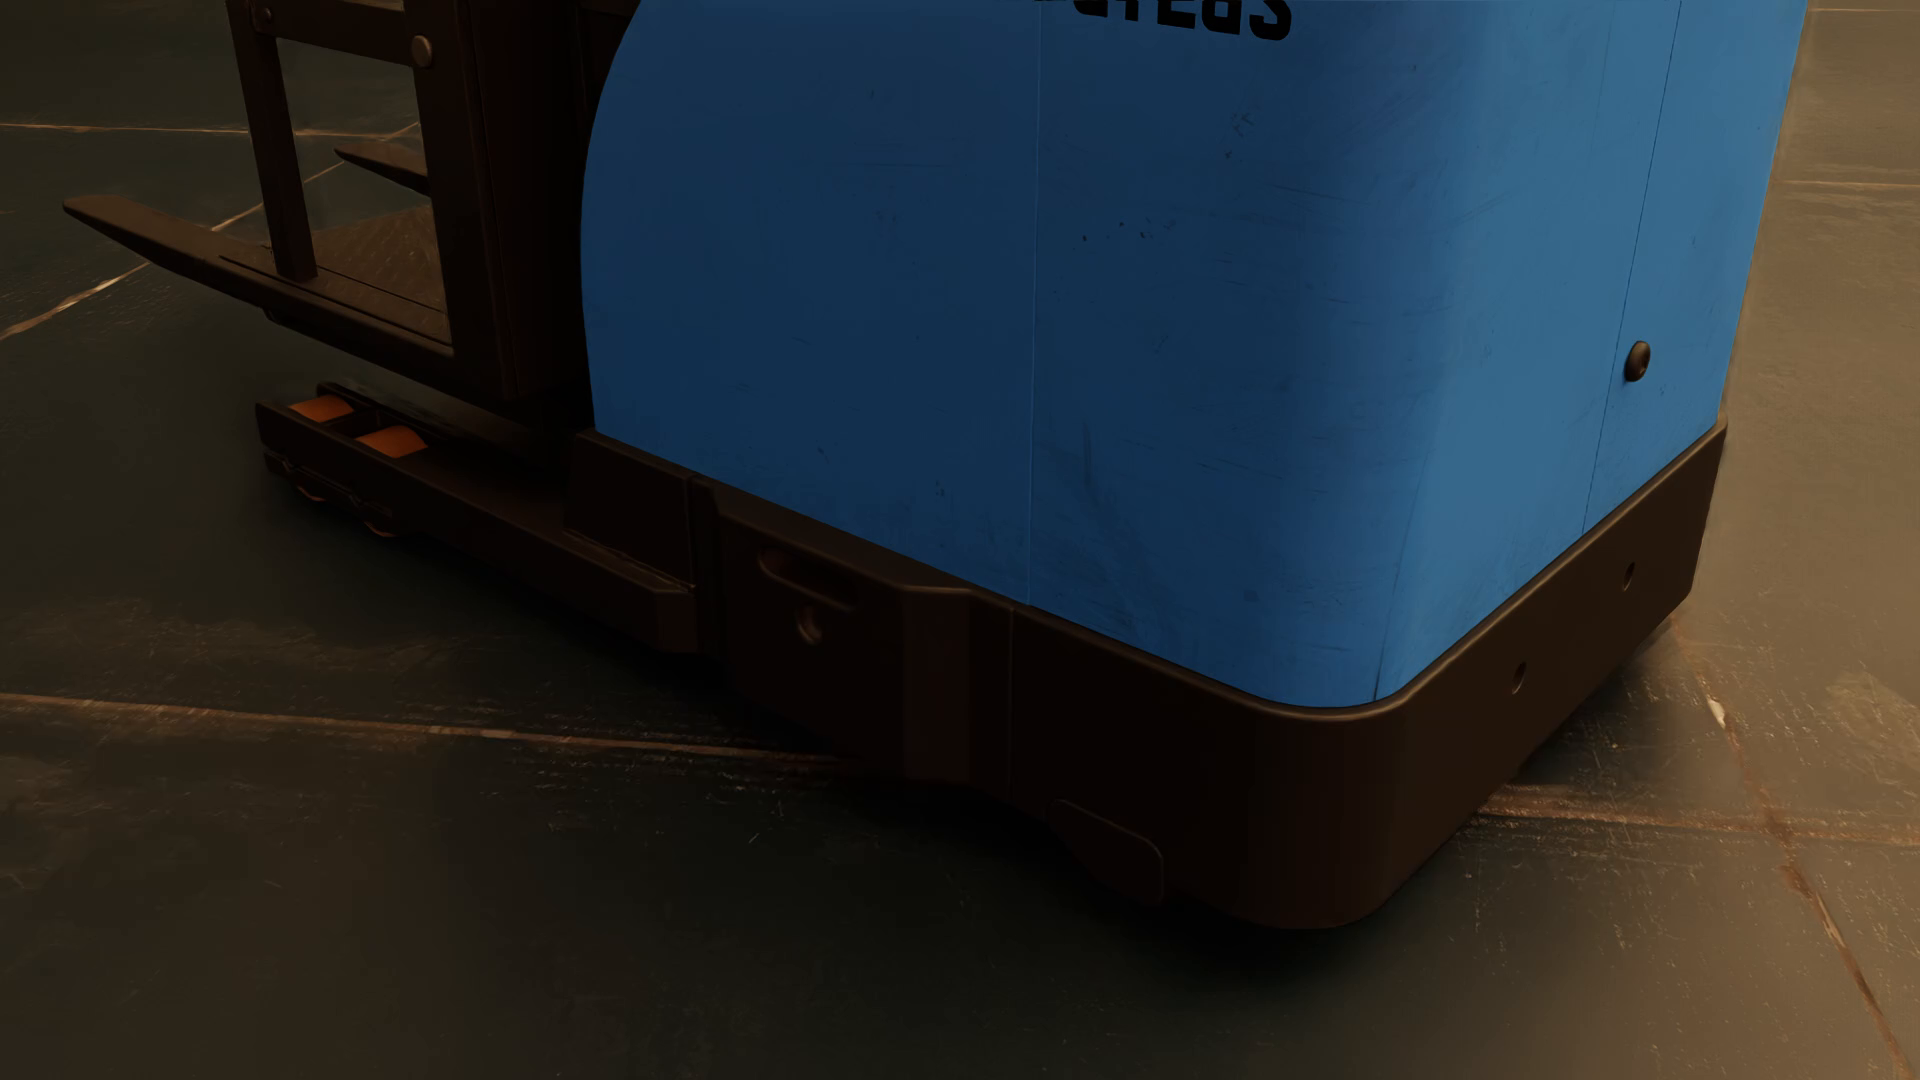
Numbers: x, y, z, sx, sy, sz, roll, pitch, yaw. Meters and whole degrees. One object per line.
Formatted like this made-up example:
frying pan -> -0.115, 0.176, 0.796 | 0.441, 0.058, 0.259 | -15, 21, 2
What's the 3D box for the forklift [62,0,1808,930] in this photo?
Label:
forklift -> -0.464, -1.473, 2.168 | 3.031, 2.935, 1.130 | 21, 33, 36
